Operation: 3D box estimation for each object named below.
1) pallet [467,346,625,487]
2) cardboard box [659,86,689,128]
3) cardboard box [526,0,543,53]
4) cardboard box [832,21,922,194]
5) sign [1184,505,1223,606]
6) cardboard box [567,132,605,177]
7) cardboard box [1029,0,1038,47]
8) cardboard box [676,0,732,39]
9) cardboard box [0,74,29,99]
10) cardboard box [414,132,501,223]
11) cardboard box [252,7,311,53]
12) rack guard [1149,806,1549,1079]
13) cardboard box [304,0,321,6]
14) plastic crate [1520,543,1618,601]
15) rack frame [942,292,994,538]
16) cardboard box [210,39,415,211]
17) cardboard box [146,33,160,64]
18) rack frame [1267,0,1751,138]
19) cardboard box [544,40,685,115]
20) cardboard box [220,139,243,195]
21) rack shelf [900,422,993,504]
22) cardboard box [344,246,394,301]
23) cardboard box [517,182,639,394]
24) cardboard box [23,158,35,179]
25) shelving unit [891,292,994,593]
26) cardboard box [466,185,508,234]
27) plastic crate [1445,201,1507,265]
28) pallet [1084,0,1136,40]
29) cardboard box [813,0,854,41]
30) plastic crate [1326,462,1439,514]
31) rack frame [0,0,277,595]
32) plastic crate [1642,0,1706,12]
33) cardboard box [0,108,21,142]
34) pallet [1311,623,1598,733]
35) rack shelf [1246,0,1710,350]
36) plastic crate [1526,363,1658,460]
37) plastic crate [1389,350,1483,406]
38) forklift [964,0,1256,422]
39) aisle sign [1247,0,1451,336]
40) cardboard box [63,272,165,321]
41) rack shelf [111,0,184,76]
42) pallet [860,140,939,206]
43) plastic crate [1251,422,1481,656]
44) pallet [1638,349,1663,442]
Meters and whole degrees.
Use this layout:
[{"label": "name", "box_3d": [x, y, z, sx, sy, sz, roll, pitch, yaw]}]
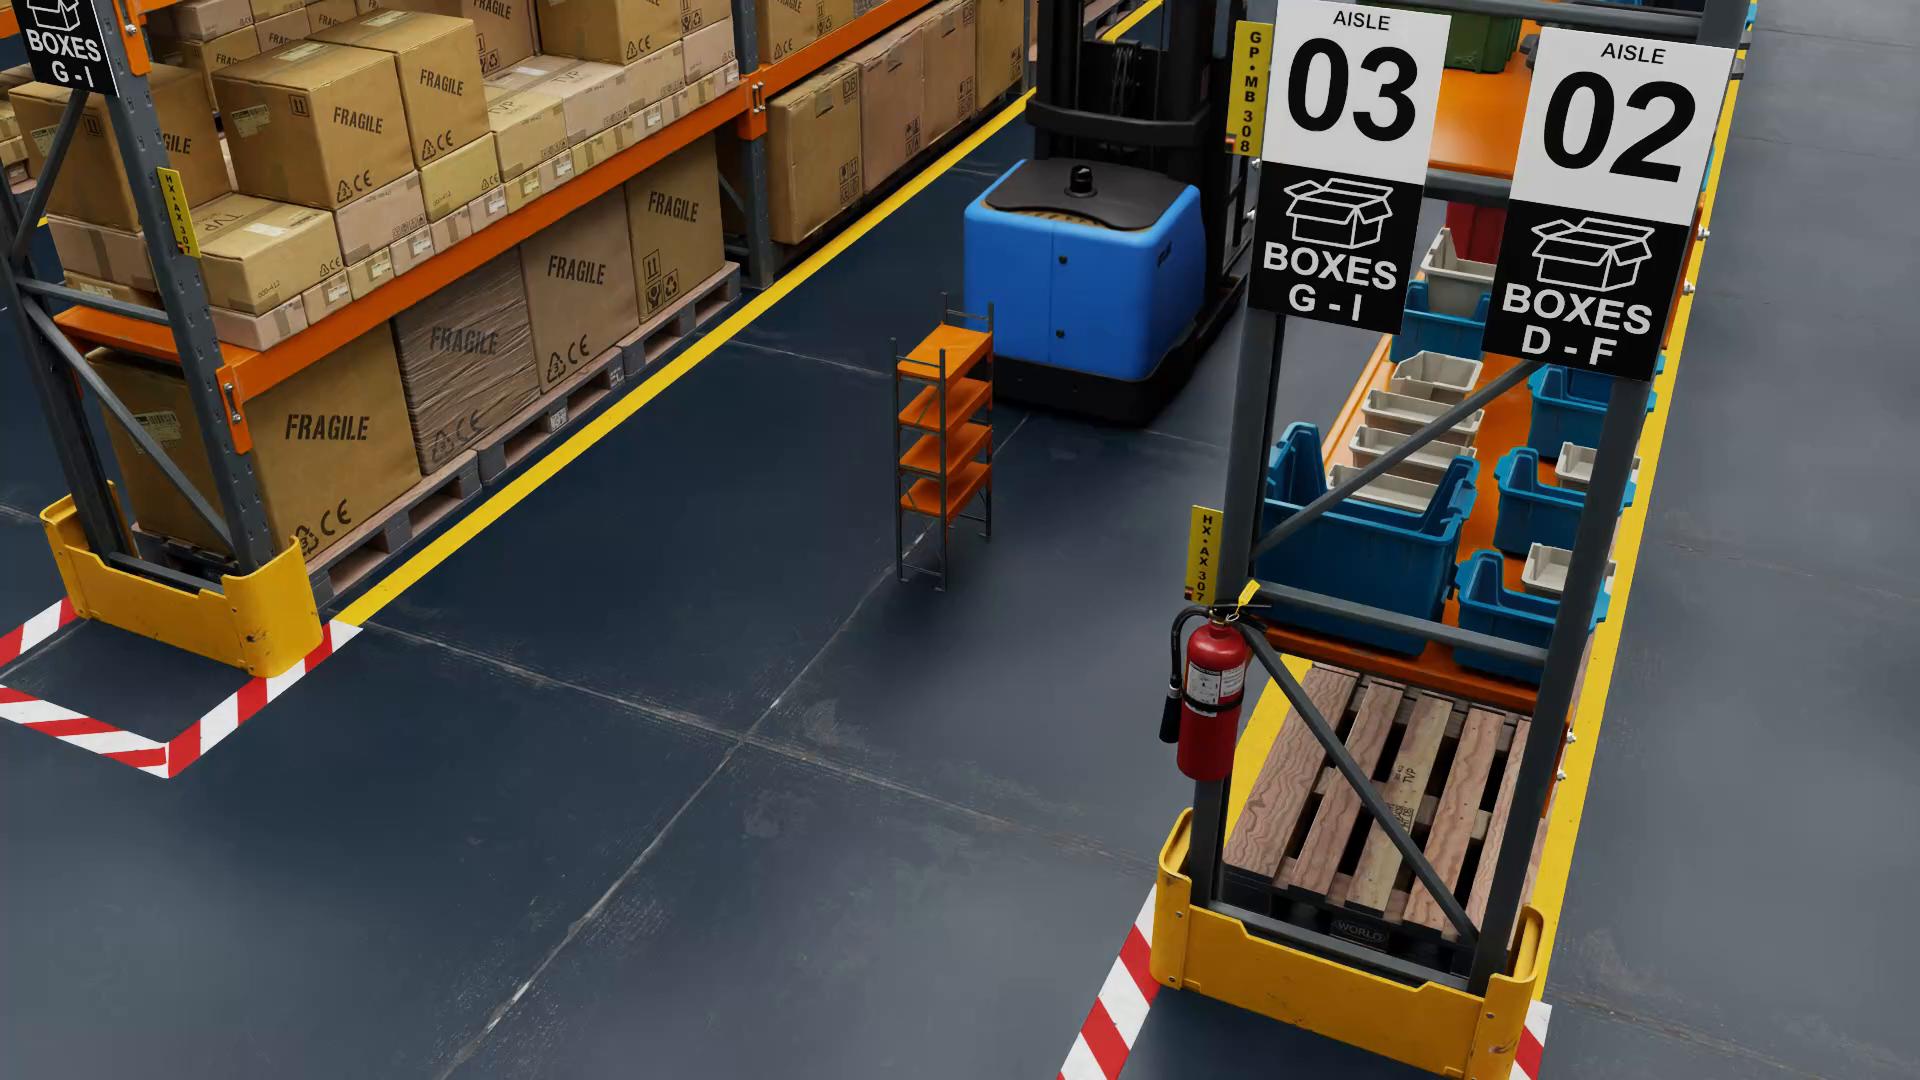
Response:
[{"label": "pallet", "box_3d": [-2.511, -0.756, 8.711, 1.003, 0.211, 1.213, 14, 36, 20]}, {"label": "cardboard box", "box_3d": [-1.658, -2.305, 8.759, 0.380, 0.149, 0.250, 14, 36, 20]}, {"label": "cardboard box", "box_3d": [-2.258, -2.845, 8.535, 0.500, 0.500, 0.500, 14, 36, 20]}, {"label": "cardboard box", "box_3d": [-0.990, -2.949, 11.066, 1.225, 0.875, 0.875, 13, 35, 19]}, {"label": "sign", "box_3d": [0.706, 0.049, 4.791, 0.100, 0.325, 0.005, 14, 36, 20]}, {"label": "cardboard box", "box_3d": [-1.980, -1.921, 8.173, 0.380, 0.149, 0.250, 14, 36, 20]}, {"label": "cardboard box", "box_3d": [0.323, -4.362, 13.545, 0.700, 0.500, 0.500, 12, 35, 18]}, {"label": "cardboard box", "box_3d": [-1.562, -2.978, 8.738, 0.500, 0.500, 0.500, 15, 36, 22]}, {"label": "cardboard box", "box_3d": [-6.577, -3.066, 11.364, 0.380, 0.149, 0.250, 16, 36, 23]}, {"label": "cardboard box", "box_3d": [-2.415, -1.649, 7.396, 0.500, 0.250, 0.500, 13, 35, 19]}, {"label": "cardboard box", "box_3d": [-5.306, -3.783, 12.680, 0.500, 0.500, 0.500, 16, 36, 23]}, {"label": "rack guard", "box_3d": [1.214, 1.296, 5.318, 1.175, 0.500, 0.348, 14, 36, 20]}, {"label": "cardboard box", "box_3d": [-5.088, -4.351, 12.863, 0.500, 0.250, 0.500, 16, 36, 22]}, {"label": "plastic crate", "box_3d": [1.824, 0.132, 4.998, 0.250, 0.136, 0.298, 14, 36, 20]}, {"label": "rack frame", "box_3d": [0.033, -0.541, 7.481, 0.240, 1.200, 0.015, 14, 36, 20]}, {"label": "cardboard box", "box_3d": [-2.631, -1.702, 6.792, 0.500, 0.500, 0.500, 13, 36, 19]}, {"label": "cardboard box", "box_3d": [-5.995, -3.638, 12.459, 0.500, 0.500, 0.500, 13, 36, 20]}, {"label": "rack frame", "box_3d": [1.212, -2.273, 3.010, 1.000, 3.000, 0.127, 14, 36, 20]}, {"label": "cardboard box", "box_3d": [-1.773, -2.416, 8.565, 0.500, 0.250, 0.500, 15, 36, 22]}, {"label": "cardboard box", "box_3d": [-3.112, -1.517, 7.194, 0.500, 0.250, 0.500, 14, 36, 20]}, {"label": "rack shelf", "box_3d": [-0.069, -0.363, 7.332, 0.258, 0.148, 0.480, 14, 36, 20]}, {"label": "cardboard box", "box_3d": [-2.625, -1.153, 7.001, 0.380, 0.149, 0.250, 13, 36, 19]}, {"label": "cardboard box", "box_3d": [-2.338, -1.422, 8.737, 0.875, 0.875, 0.875, 14, 36, 20]}, {"label": "cardboard box", "box_3d": [-6.167, -2.535, 11.097, 0.380, 0.149, 0.250, 13, 35, 19]}, {"label": "shelving unit", "box_3d": [-0.069, -0.419, 7.295, 0.258, 1.200, 0.503, 14, 36, 20]}, {"label": "cardboard box", "box_3d": [-2.302, -1.538, 7.589, 0.380, 0.149, 0.250, 14, 36, 20]}, {"label": "plastic crate", "box_3d": [2.284, -1.421, 7.069, 0.402, 0.464, 0.583, 14, 36, 20]}, {"label": "pallet", "box_3d": [0.901, -4.713, 14.746, 1.003, 0.211, 1.213, 14, 36, 20]}, {"label": "cardboard box", "box_3d": [-0.984, -3.357, 10.043, 0.500, 0.500, 0.500, 14, 36, 21]}, {"label": "plastic crate", "box_3d": [1.389, -0.127, 5.394, 0.396, 0.136, 0.243, 14, 36, 20]}, {"label": "rack frame", "box_3d": [-3.286, -0.901, 6.388, 1.000, 3.000, 0.127, 14, 36, 20]}, {"label": "plastic crate", "box_3d": [2.101, -1.691, 4.914, 0.504, 0.338, 0.767, 14, 36, 20]}, {"label": "cardboard box", "box_3d": [-6.336, -2.703, 10.811, 0.380, 0.149, 0.250, 15, 36, 22]}, {"label": "pallet", "box_3d": [2.104, 0.394, 6.956, 1.003, 0.211, 1.213, 14, 36, 20]}, {"label": "rack shelf", "box_3d": [2.049, -1.714, 5.549, 1.077, 0.370, 4.000, 14, 36, 20]}, {"label": "plastic crate", "box_3d": [2.166, -0.423, 5.757, 0.416, 0.233, 0.300, 14, 36, 20]}, {"label": "plastic crate", "box_3d": [1.725, -0.564, 6.061, 0.298, 0.136, 0.250, 14, 36, 20]}, {"label": "forklift", "box_3d": [1.058, -2.626, 9.081, 1.130, 2.935, 3.031, 13, 36, 20]}, {"label": "aisle sign", "box_3d": [0.916, -0.883, 3.990, 0.394, 0.787, 0.004, 14, 36, 20]}, {"label": "cardboard box", "box_3d": [-3.436, -1.049, 6.843, 0.380, 0.149, 0.250, 15, 36, 21]}, {"label": "rack shelf", "box_3d": [-2.450, -2.850, 7.282, 1.077, 0.370, 4.000, 14, 36, 20]}, {"label": "pallet", "box_3d": [-0.849, -2.738, 11.734, 1.003, 0.211, 1.213, 14, 36, 20]}, {"label": "plastic crate", "box_3d": [1.183, -0.014, 4.949, 0.616, 0.435, 0.499, 14, 36, 20]}, {"label": "pallet", "box_3d": [3.247, -0.965, 9.030, 1.003, 0.211, 1.213, 14, 36, 20]}]
